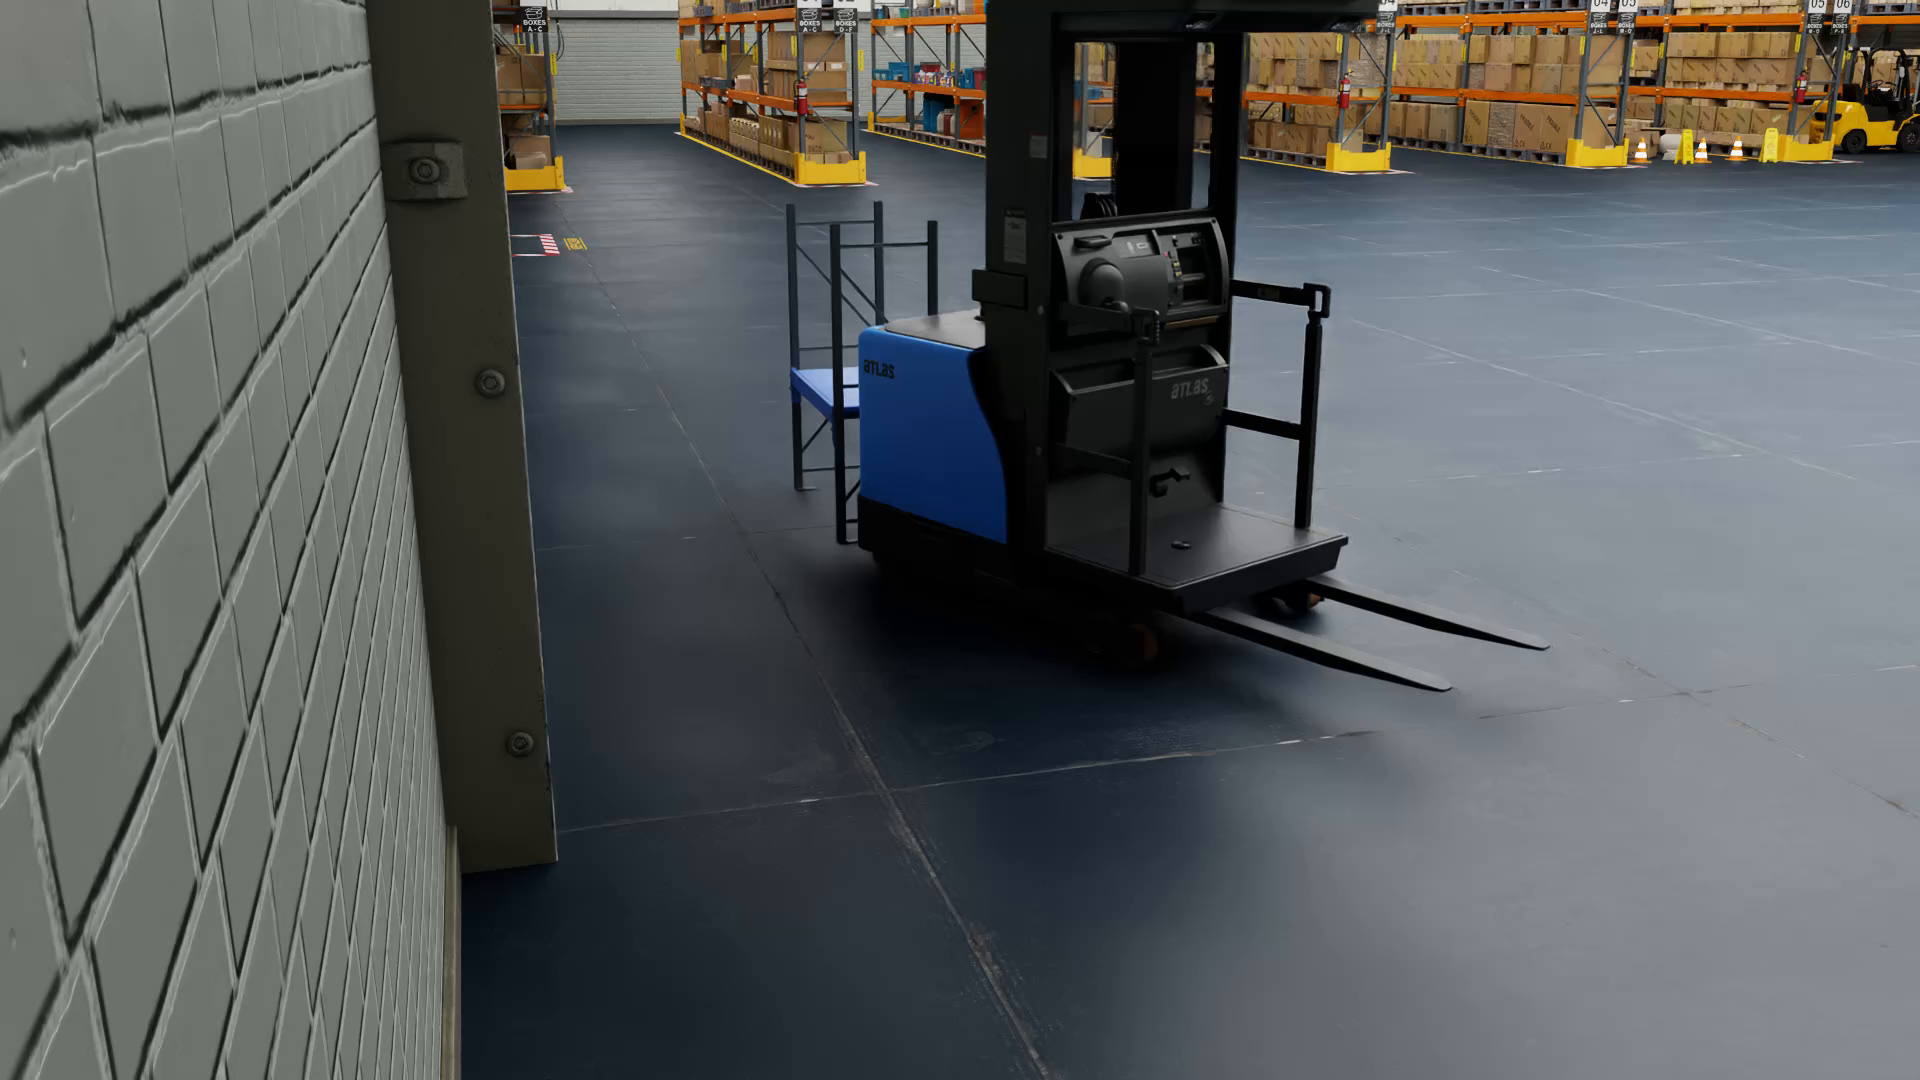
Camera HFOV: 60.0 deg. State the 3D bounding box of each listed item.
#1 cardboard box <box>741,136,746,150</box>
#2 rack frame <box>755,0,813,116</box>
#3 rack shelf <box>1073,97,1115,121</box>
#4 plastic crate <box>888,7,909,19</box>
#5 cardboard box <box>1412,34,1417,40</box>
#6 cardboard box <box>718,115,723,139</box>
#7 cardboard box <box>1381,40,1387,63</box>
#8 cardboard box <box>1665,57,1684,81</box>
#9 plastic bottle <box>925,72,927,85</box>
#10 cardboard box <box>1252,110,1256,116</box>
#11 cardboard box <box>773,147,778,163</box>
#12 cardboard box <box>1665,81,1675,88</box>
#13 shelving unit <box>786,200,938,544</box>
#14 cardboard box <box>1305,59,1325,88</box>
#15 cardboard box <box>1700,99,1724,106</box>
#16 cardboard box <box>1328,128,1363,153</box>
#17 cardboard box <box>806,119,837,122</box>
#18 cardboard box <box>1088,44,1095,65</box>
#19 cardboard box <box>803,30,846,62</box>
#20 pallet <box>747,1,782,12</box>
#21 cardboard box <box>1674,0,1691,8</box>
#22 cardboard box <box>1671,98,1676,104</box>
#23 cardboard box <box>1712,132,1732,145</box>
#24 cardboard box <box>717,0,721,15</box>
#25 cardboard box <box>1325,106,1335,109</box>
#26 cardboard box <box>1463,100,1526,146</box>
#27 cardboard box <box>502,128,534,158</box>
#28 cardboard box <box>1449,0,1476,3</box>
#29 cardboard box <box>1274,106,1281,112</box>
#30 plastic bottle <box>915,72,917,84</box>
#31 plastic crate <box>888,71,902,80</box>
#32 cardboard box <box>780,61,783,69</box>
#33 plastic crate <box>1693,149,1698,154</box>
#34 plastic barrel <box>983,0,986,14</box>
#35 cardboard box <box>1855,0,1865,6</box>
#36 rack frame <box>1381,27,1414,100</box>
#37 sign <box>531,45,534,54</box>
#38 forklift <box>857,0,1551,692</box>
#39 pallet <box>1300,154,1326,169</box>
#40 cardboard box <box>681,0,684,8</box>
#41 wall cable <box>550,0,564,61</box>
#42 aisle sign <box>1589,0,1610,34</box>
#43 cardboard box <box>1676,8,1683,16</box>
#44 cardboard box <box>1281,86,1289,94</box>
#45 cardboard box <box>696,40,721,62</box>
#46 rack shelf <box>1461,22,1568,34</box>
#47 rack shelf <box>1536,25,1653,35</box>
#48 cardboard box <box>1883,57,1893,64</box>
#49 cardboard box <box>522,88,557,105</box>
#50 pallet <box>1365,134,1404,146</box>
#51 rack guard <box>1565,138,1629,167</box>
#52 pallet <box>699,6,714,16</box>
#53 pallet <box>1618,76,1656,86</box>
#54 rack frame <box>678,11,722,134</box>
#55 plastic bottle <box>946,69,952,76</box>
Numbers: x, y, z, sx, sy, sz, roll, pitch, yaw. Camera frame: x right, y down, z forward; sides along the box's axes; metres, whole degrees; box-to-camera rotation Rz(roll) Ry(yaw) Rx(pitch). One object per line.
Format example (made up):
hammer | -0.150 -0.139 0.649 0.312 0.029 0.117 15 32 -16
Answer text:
cardboard box | -4.091 -7.955 33.270 0.500 0.250 0.500 -4 17 -14
rack frame | -3.282 -8.556 31.223 1.000 3.000 0.127 -5 17 -15
rack shelf | 2.031 -8.049 30.785 1.077 0.370 4.000 -5 17 -15
plastic crate | -1.504 -13.009 41.037 0.437 0.282 0.530 -5 17 -15
cardboard box | 12.648 -13.799 45.636 0.380 0.149 0.250 -5 17 -15
cardboard box | -5.006 -9.060 36.479 0.500 0.500 0.500 -5 18 -17
cardboard box | 10.055 -11.211 38.149 0.700 0.500 0.500 -5 17 -16
cardboard box | 15.625 -10.169 35.900 0.500 0.500 0.500 -5 17 -15
plastic bottle | -0.782 -10.723 38.639 0.061 0.283 0.133 -5 17 -15
cardboard box | 8.058 -11.477 44.654 0.380 0.149 0.250 -4 17 -12
cardboard box | -3.038 -6.873 29.669 0.500 0.250 0.500 -5 17 -15
cardboard box | 15.551 -9.889 36.097 0.380 0.149 0.250 -5 17 -16
shelving unit | -0.492 -0.864 8.222 0.538 1.500 1.048 -5 17 -16
cardboard box | 6.966 -8.706 31.029 0.875 0.500 0.500 -5 17 -15
cardboard box | 15.872 -9.236 35.104 0.380 0.149 0.250 -4 17 -12
cardboard box | 7.188 -7.410 31.022 0.500 0.500 0.500 -1 17 -5
cardboard box | -2.405 -7.135 29.236 0.500 0.500 0.500 -5 17 -15
cardboard box | 3.528 -12.226 41.880 0.500 0.500 0.500 -5 17 -15
cardboard box | -2.313 -8.264 27.821 0.700 0.500 0.500 -5 17 -15
pallet | -3.537 -10.144 31.628 0.805 0.209 1.217 -5 18 -17
cardboard box | 15.630 -11.486 35.505 0.500 0.250 0.500 -5 17 -16
cardboard box | 18.728 -11.422 43.251 0.380 0.149 0.250 -6 18 -18
cardboard box | 16.107 -8.390 34.720 0.500 0.250 0.500 -5 18 -17
cardboard box | -4.674 -11.406 35.323 0.910 0.500 0.500 -5 17 -15
cardboard box | 9.228 -10.621 40.409 0.500 0.250 0.500 -4 17 -14
cardboard box | 11.146 -8.707 34.687 0.875 0.875 0.875 -4 17 -14
cardboard box | -8.262 -7.380 30.886 0.700 0.500 0.500 -4 17 -13
cardboard box | 10.693 -11.499 35.163 0.500 0.250 0.500 -5 17 -15
cardboard box | 8.386 -11.182 43.154 0.380 0.149 0.250 -4 17 -15
plastic bottle | -1.026 -10.969 39.457 0.061 0.283 0.133 -5 17 -15
plastic crate | -1.620 -11.673 41.786 0.416 0.233 0.300 -5 17 -15
cardboard box | -2.965 -8.397 29.392 0.380 0.149 0.250 -5 17 -16
plastic crate | 15.416 -8.225 35.194 0.402 0.080 0.583 -12 20 -34
plastic barrel | 0.774 -11.109 33.636 0.600 0.901 0.708 -5 17 -15
cardboard box | 20.500 -12.331 38.108 0.380 0.149 0.250 -5 17 -15
rack frame | 12.475 -13.441 47.486 1.000 3.000 0.127 -5 17 -15
sign | -8.624 -9.832 33.596 0.100 0.325 0.005 -5 17 -15
forklift | 0.871 -1.083 6.463 1.130 2.935 3.031 -14 22 -39
pallet | 7.133 -7.145 31.372 1.003 0.211 1.213 -5 17 -15
cardboard box | -6.558 -13.178 40.788 0.500 0.250 0.500 -5 17 -15
wall cable | -12.552 -14.462 45.852 3.097 2.526 0.112 -5 17 -15
aisle sign | 11.871 -9.798 30.838 0.394 0.787 0.004 -5 17 -15
cardboard box | 15.621 -11.332 35.685 0.380 0.149 0.250 -5 17 -16
cardboard box | 6.439 -8.721 32.208 0.380 0.149 0.250 -5 17 -15
cardboard box | -5.868 -11.415 38.829 0.500 0.500 0.500 -5 17 -15
rack shelf | 14.124 -12.874 41.632 1.077 0.370 4.000 -5 17 -15
rack shelf | 17.796 -14.374 46.626 1.077 0.370 4.000 -5 17 -15
cardboard box | 20.546 -10.550 36.557 0.380 0.149 0.250 -4 17 -14
cardboard box | -6.773 -7.155 26.784 0.500 0.250 0.500 -5 17 -17
pallet | 10.086 -9.250 38.378 1.003 0.211 1.213 -5 17 -15
rack guard | 12.147 -7.393 31.694 1.175 0.500 0.348 -5 17 -15
pallet | -5.081 -11.643 36.612 1.213 0.211 1.003 -5 17 -15
pallet | 15.257 -10.592 38.334 1.003 0.211 1.213 -5 17 -15
rack frame | -6.580 -11.876 42.273 1.000 3.000 0.127 -5 17 -15
plastic bottle | -0.237 -10.845 38.929 0.144 0.351 0.185 -5 17 -15
